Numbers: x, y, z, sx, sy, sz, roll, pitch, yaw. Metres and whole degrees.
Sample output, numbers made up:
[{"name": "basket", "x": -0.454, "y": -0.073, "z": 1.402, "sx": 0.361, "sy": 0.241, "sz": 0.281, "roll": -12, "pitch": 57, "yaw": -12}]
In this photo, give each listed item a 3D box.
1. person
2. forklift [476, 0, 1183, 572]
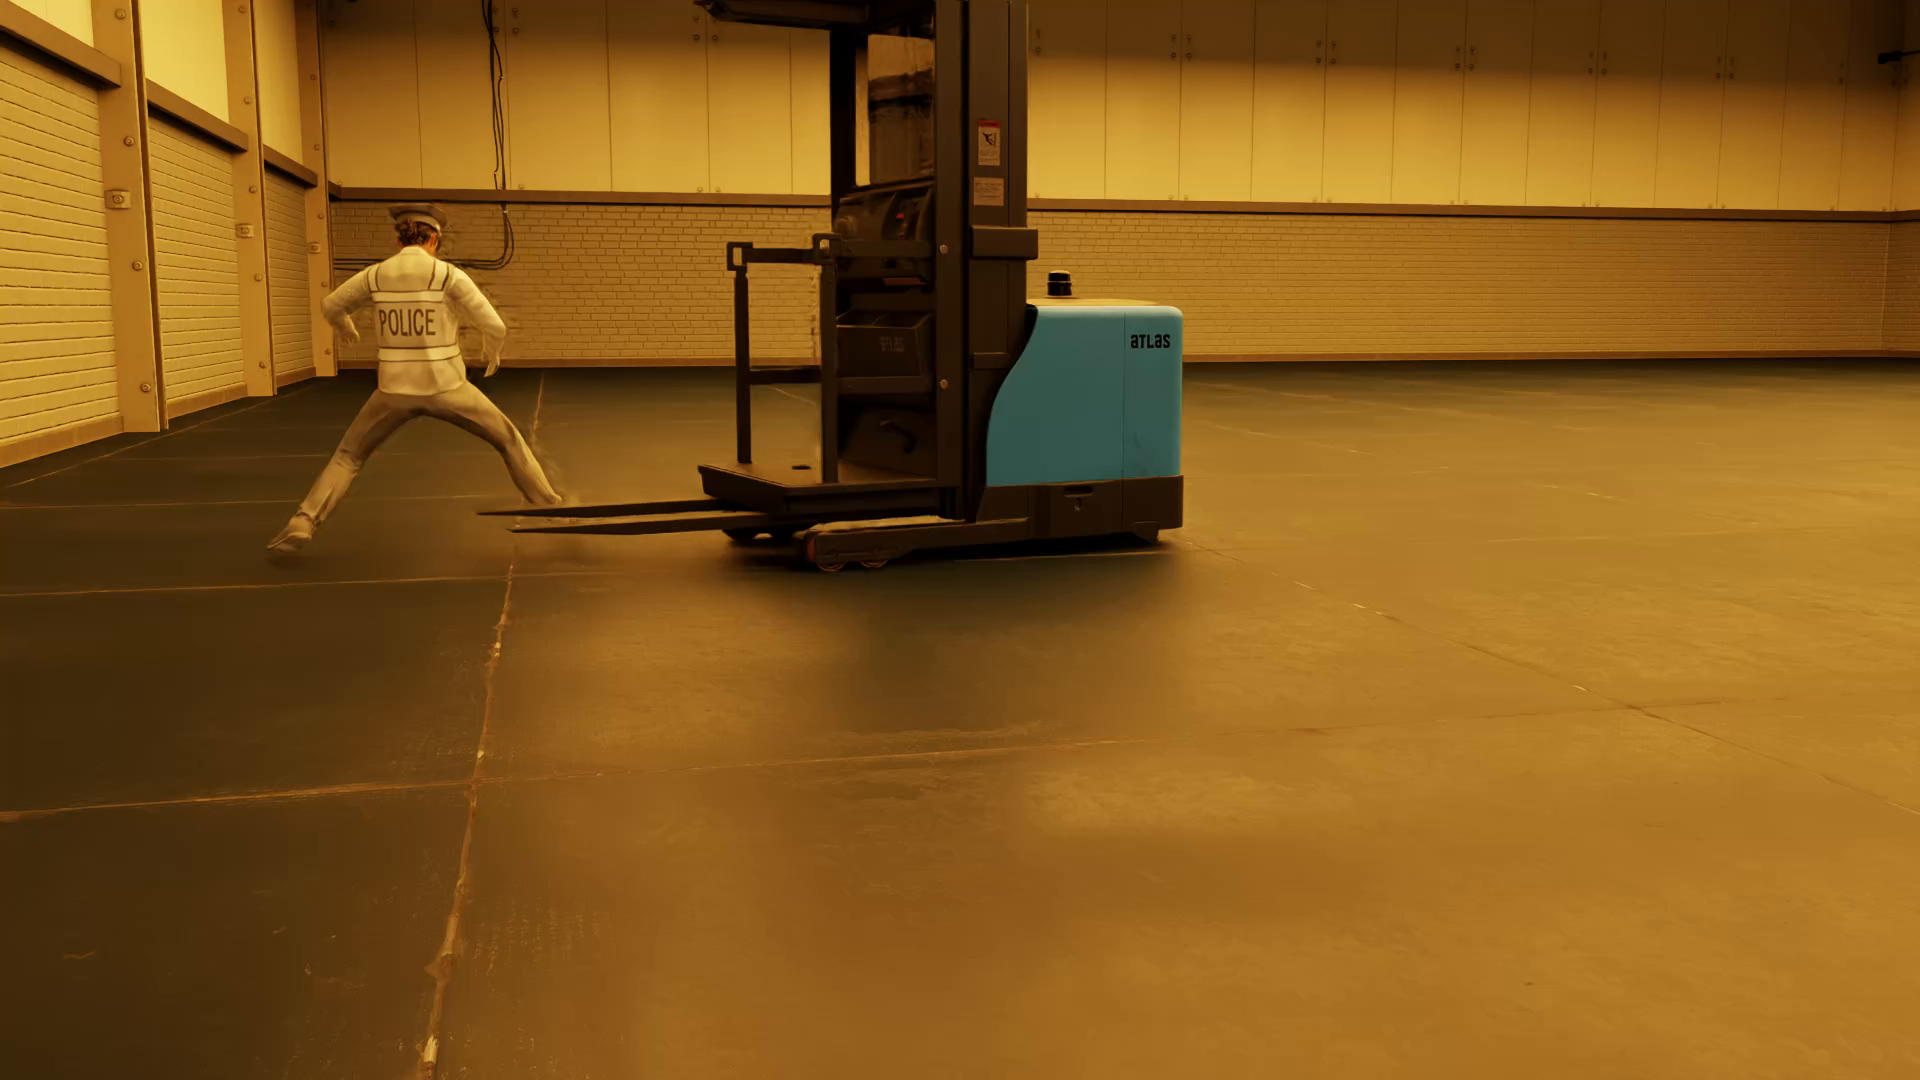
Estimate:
[{"name": "person", "x": -2.363, "y": -0.712, "z": 7.284, "sx": 1.163, "sy": 1.486, "sz": 0.904, "roll": 0, "pitch": 8, "yaw": 0}, {"name": "forklift", "x": -0.526, "y": -1.405, "z": 7.169, "sx": 3.031, "sy": 2.935, "sz": 1.130, "roll": -4, "pitch": 9, "yaw": -28}]
